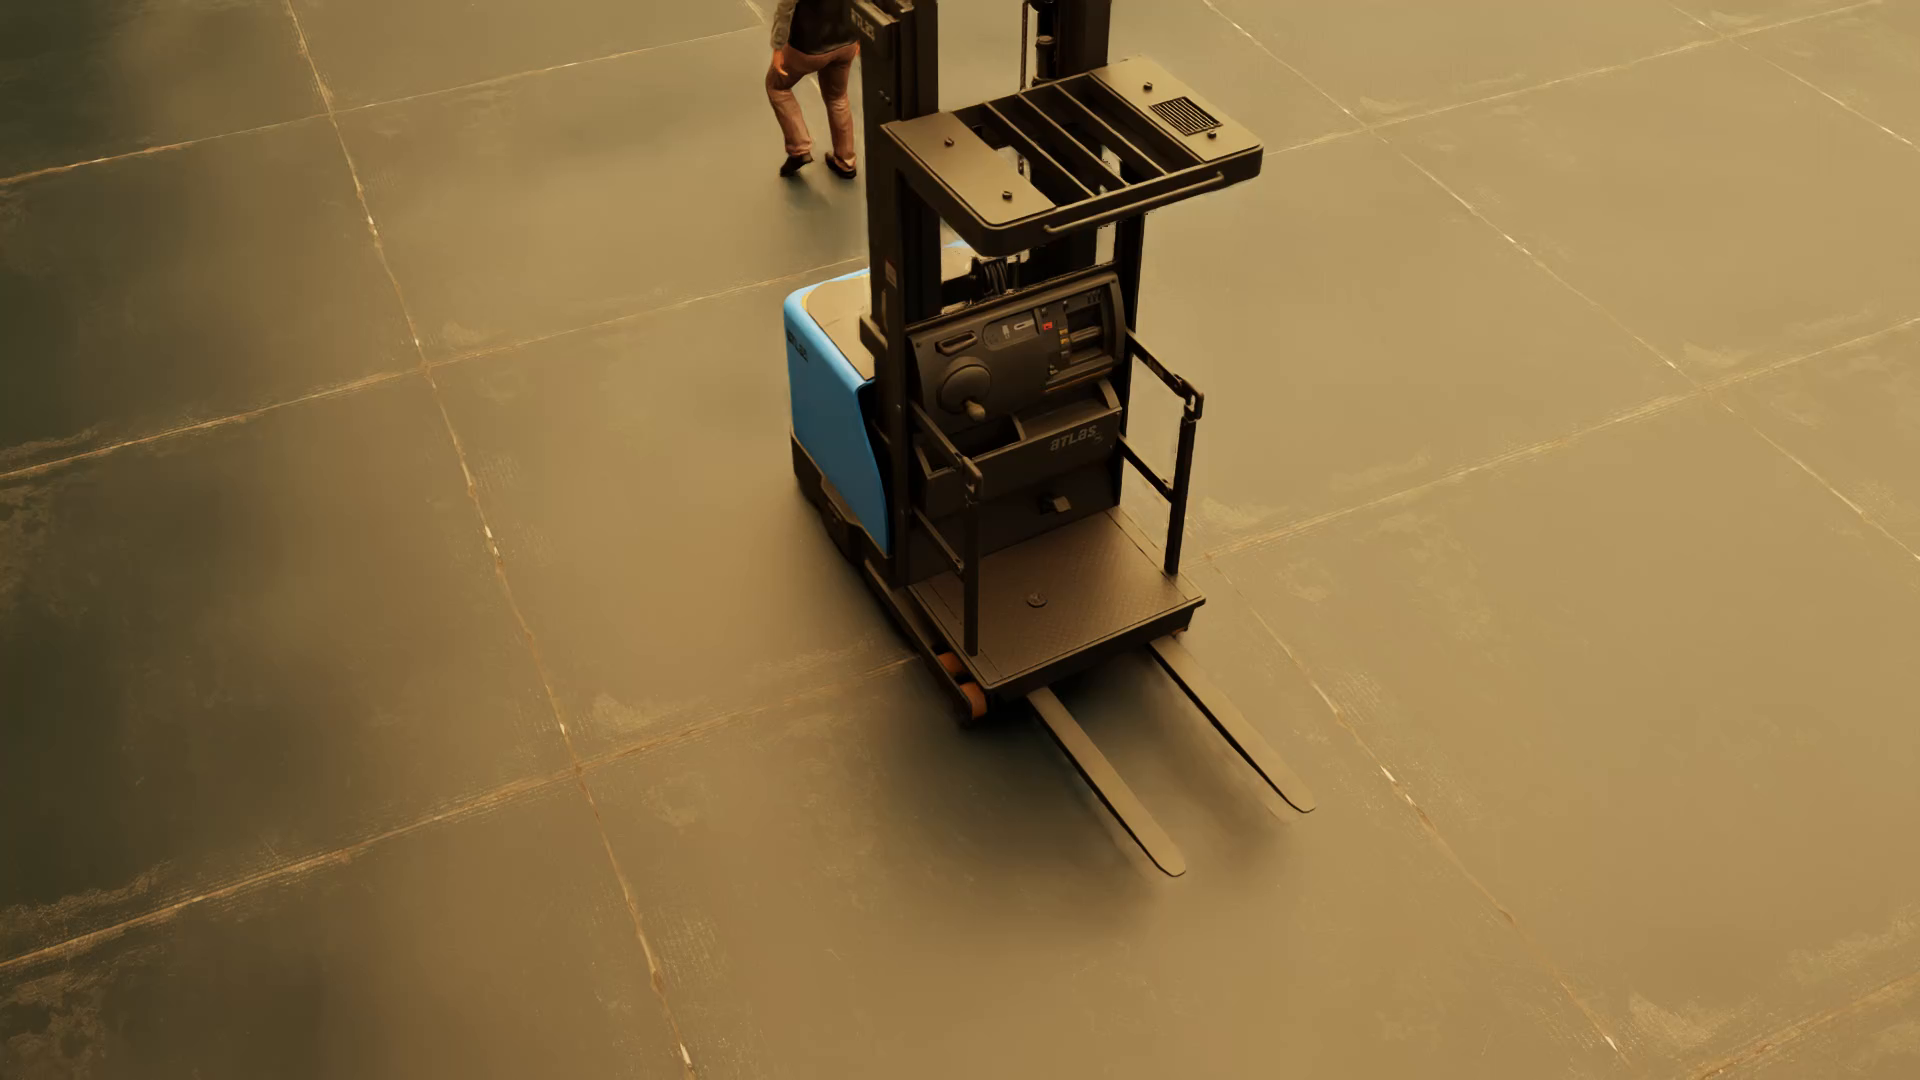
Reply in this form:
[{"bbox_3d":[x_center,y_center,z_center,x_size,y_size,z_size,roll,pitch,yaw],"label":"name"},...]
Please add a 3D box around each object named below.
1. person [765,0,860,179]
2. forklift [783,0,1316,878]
[{"bbox_3d":[-0.853,-2.925,9.731,0.645,1.724,0.494,-27,49,-26],"label":"person"},{"bbox_3d":[0.346,-0.671,6.399,1.130,2.935,3.031,-21,47,-21],"label":"forklift"}]
